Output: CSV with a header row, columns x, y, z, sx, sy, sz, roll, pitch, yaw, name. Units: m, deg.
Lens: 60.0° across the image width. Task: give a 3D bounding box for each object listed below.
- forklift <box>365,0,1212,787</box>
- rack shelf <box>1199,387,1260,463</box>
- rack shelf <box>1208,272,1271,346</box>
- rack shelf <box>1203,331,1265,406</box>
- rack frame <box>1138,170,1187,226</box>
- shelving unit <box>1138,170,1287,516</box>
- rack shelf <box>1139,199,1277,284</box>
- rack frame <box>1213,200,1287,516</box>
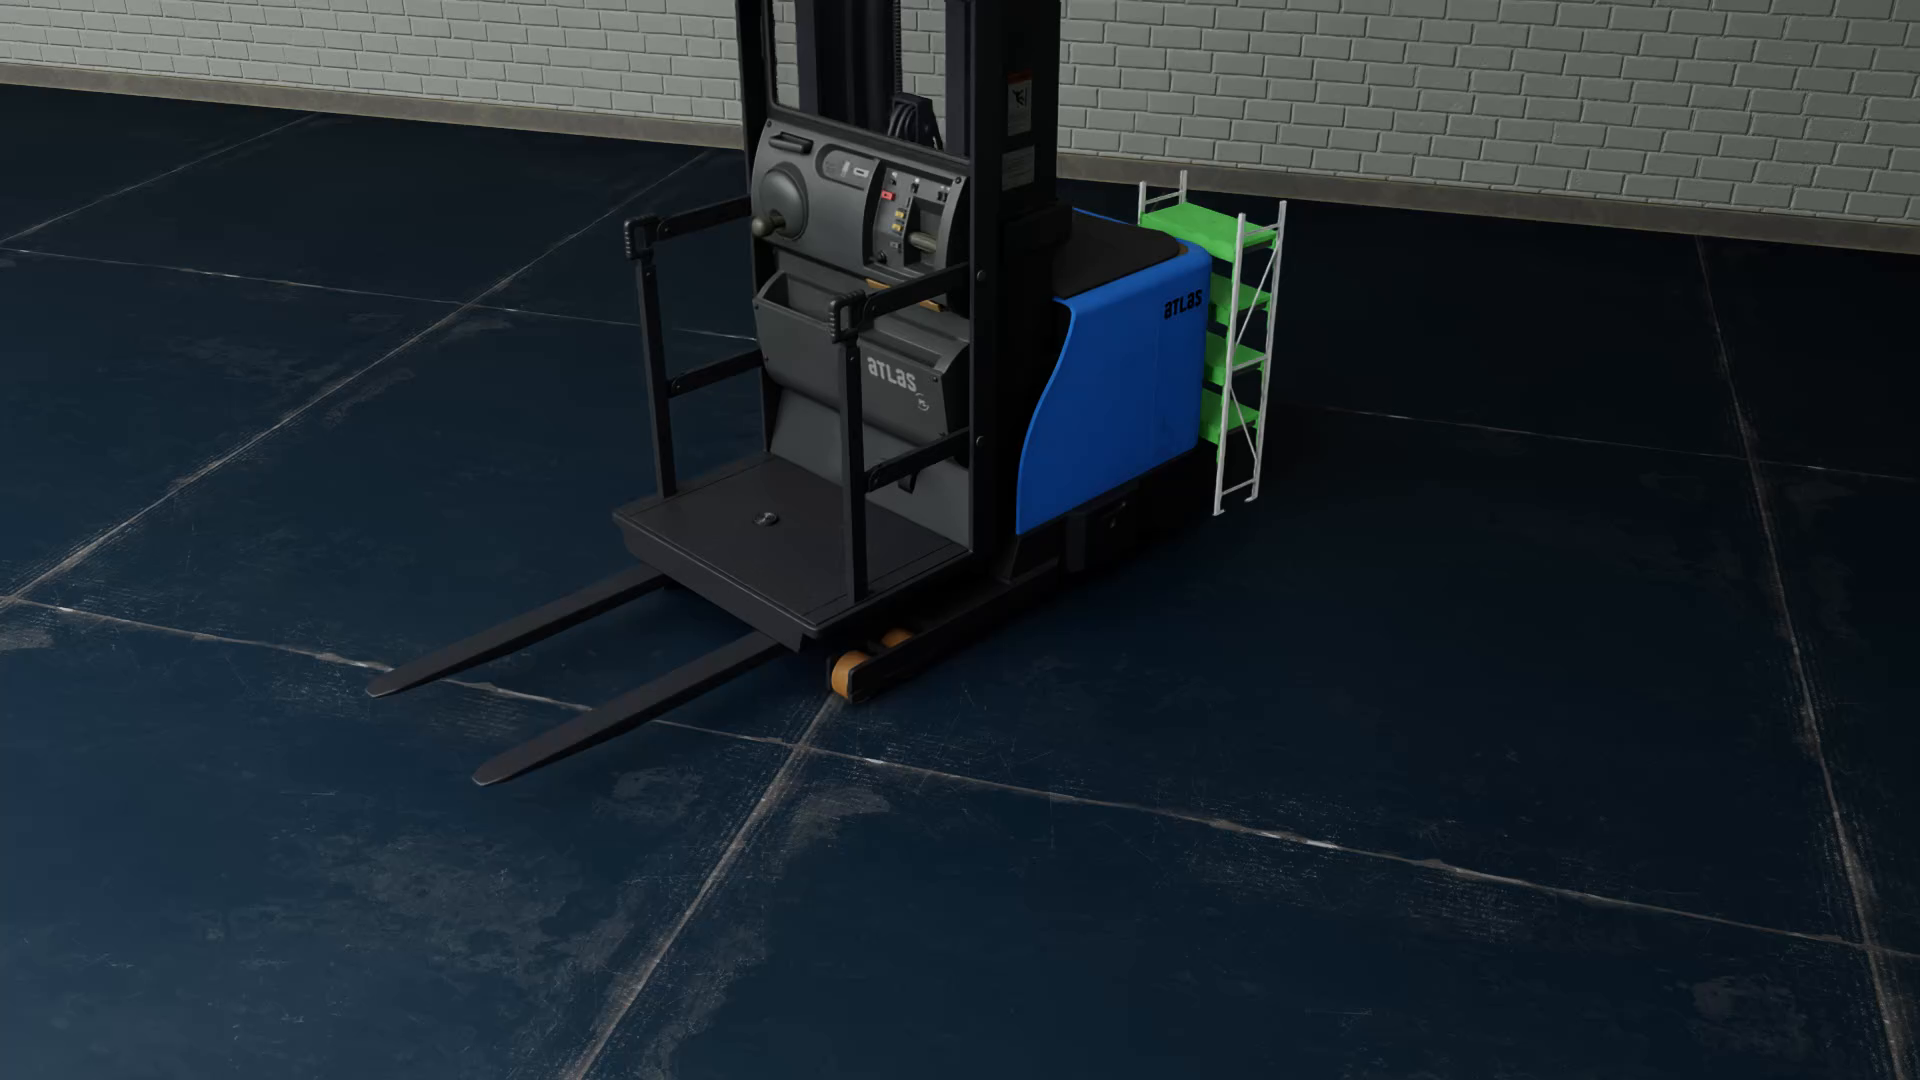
x,y,z,sx,sy,sz,roll,pitch,yaw,name
-0.482,-1.044,5.111,1.130,2.935,3.031,26,38,38,forklift
0.920,-0.483,6.509,0.258,0.148,0.480,-22,36,-34,rack shelf
0.920,-0.902,6.275,0.258,0.148,0.480,-22,36,-34,rack shelf
0.920,-0.692,6.392,0.258,0.148,0.480,-22,36,-34,rack shelf
0.764,-0.840,6.525,0.240,1.200,0.015,-22,36,-34,rack frame
0.920,-0.748,6.361,0.258,1.200,0.503,-22,36,-34,shelving unit
0.920,-1.112,6.159,0.258,0.148,0.480,-22,36,-34,rack shelf
1.076,-0.657,6.197,0.240,1.200,0.015,-22,36,-34,rack frame
